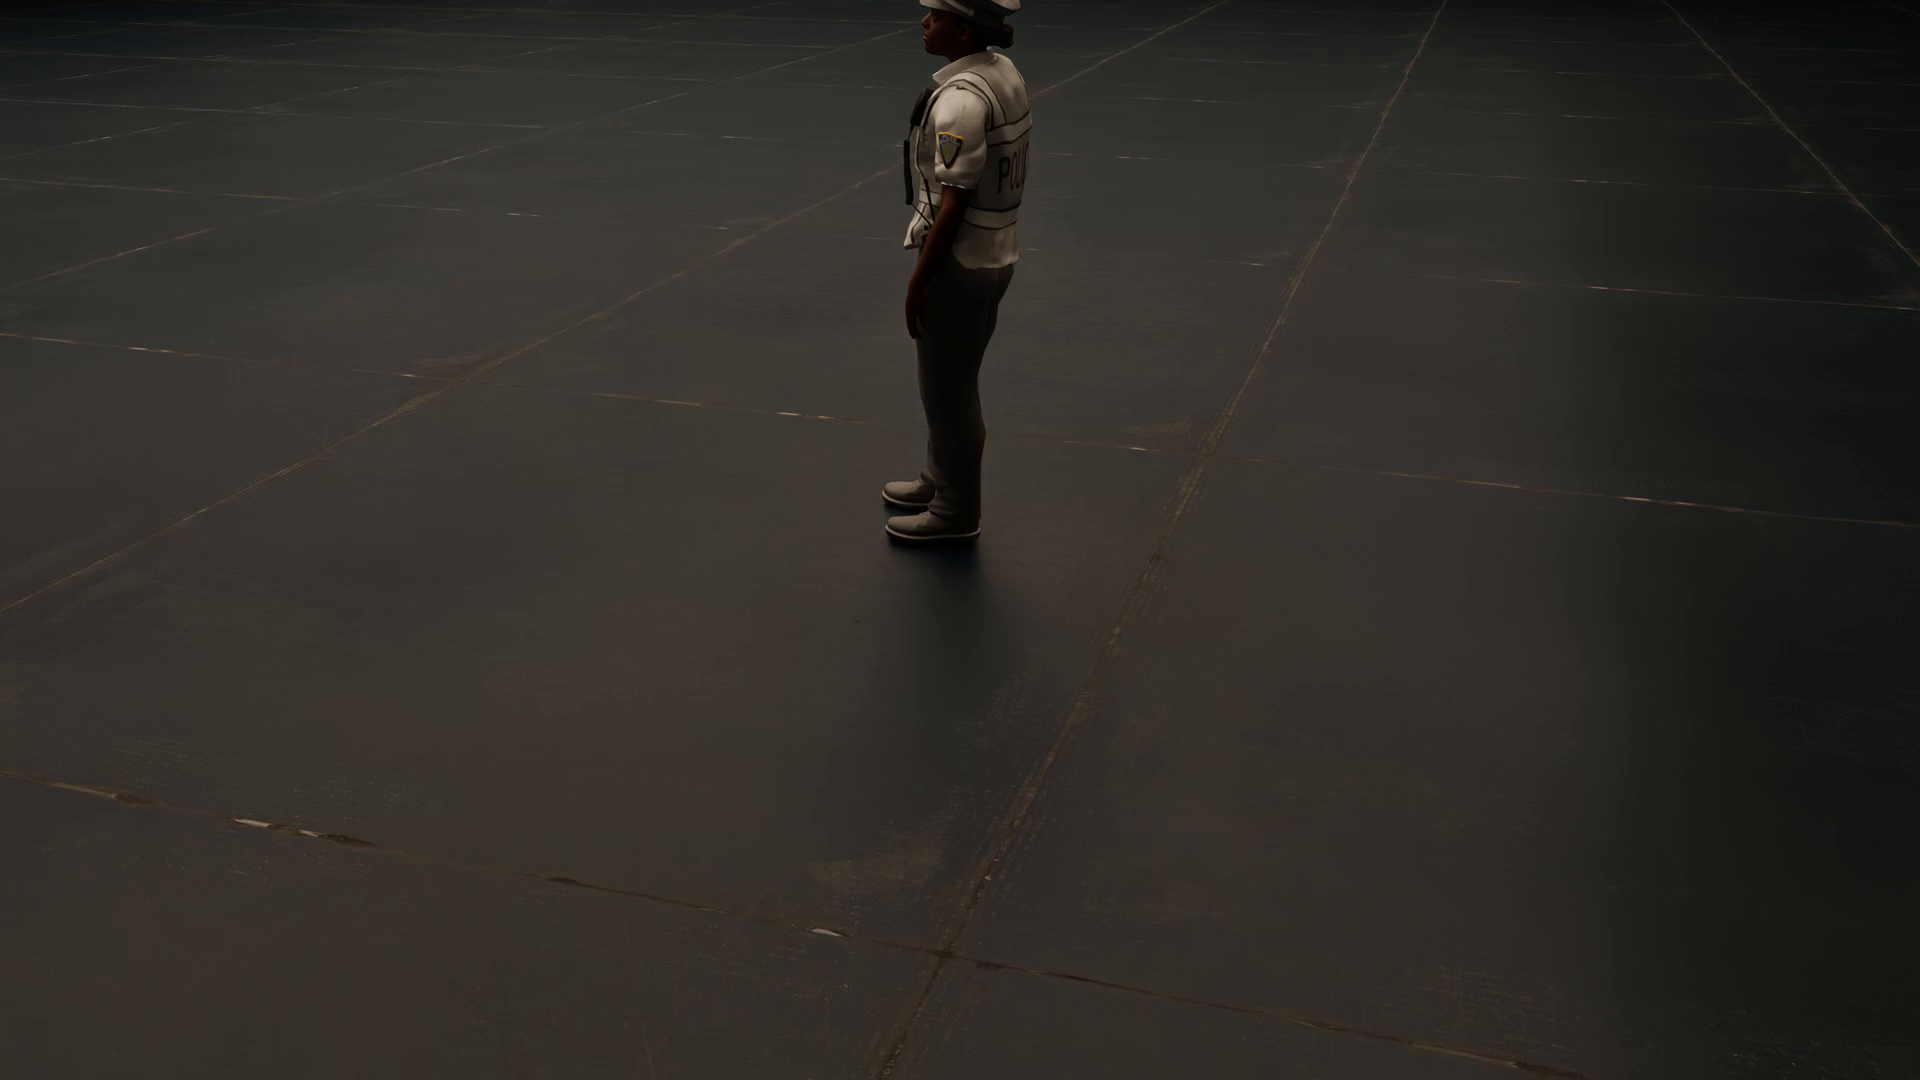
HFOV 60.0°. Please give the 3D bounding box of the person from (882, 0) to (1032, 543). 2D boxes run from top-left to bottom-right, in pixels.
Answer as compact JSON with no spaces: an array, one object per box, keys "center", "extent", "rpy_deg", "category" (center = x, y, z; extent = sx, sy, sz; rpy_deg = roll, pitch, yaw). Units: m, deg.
[{"center":[-0.065,-0.806,4.833],"extent":[0.530,1.694,0.569],"rpy_deg":[7,23,16],"category":"person"}]
